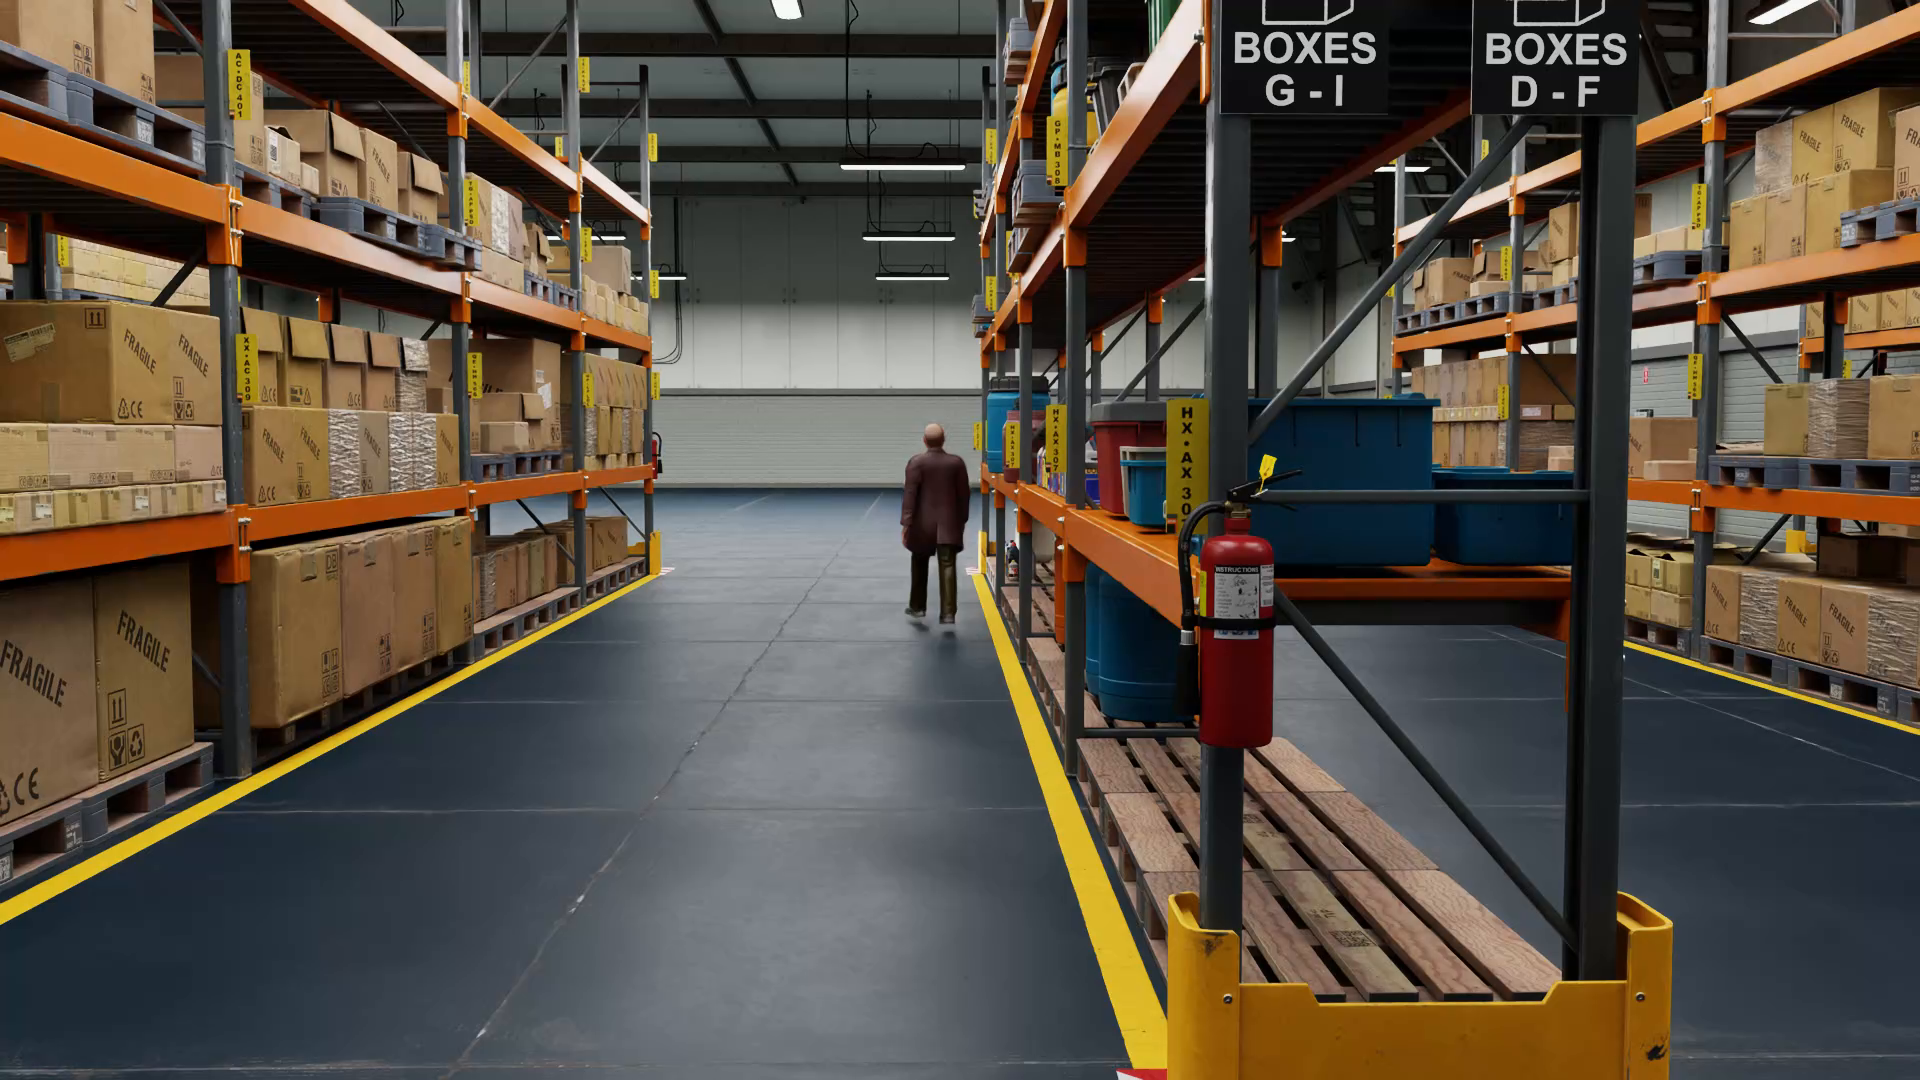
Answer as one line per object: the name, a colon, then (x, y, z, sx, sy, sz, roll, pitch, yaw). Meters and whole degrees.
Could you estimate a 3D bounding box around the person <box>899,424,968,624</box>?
person: (-0.236, -0.145, 14.431, 0.618, 1.716, 1.154, 0, 4, -5)
